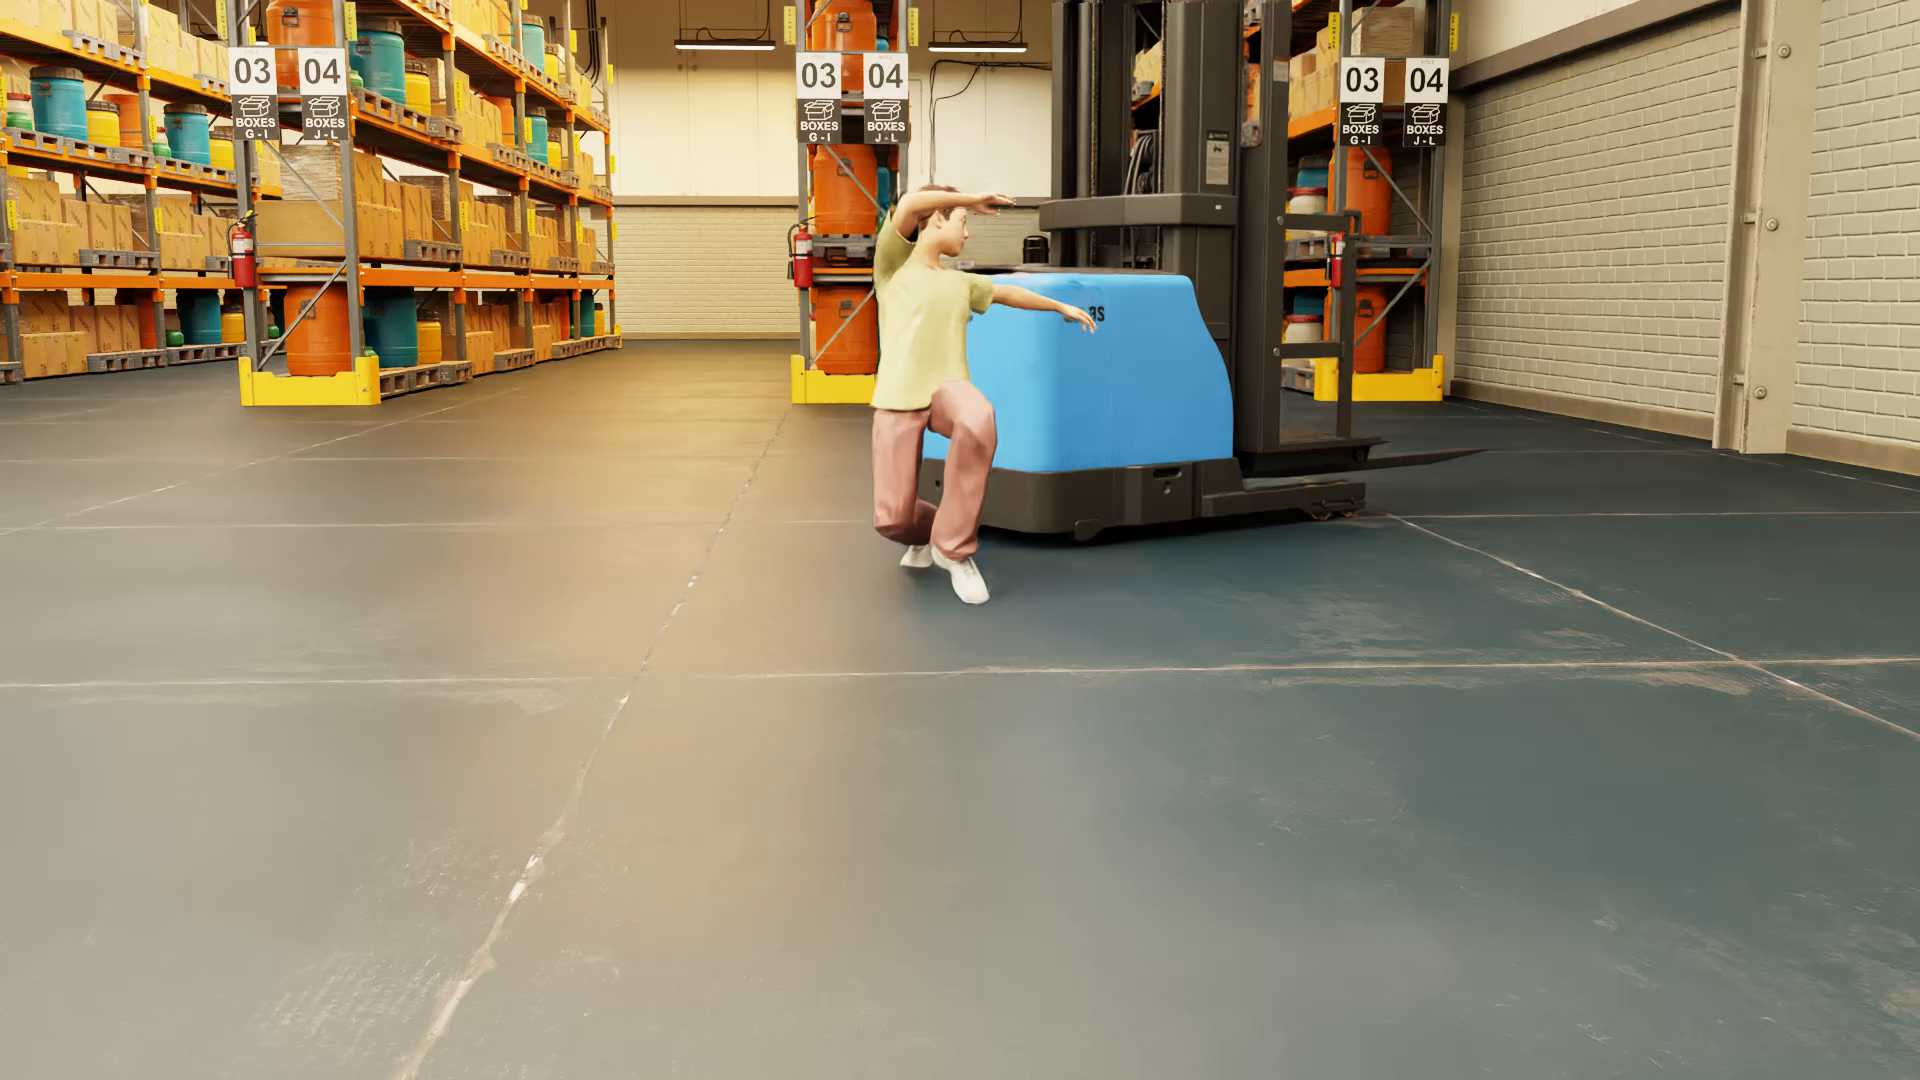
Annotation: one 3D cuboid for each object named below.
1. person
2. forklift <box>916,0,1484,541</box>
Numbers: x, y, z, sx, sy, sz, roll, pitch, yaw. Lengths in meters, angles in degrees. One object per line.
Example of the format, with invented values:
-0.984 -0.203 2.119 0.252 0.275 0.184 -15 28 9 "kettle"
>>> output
0.146 -0.539 5.759 0.919 1.382 0.903 -2 9 -14 "person"
1.216 -1.591 7.542 3.031 2.935 1.130 -6 10 -36 "forklift"
